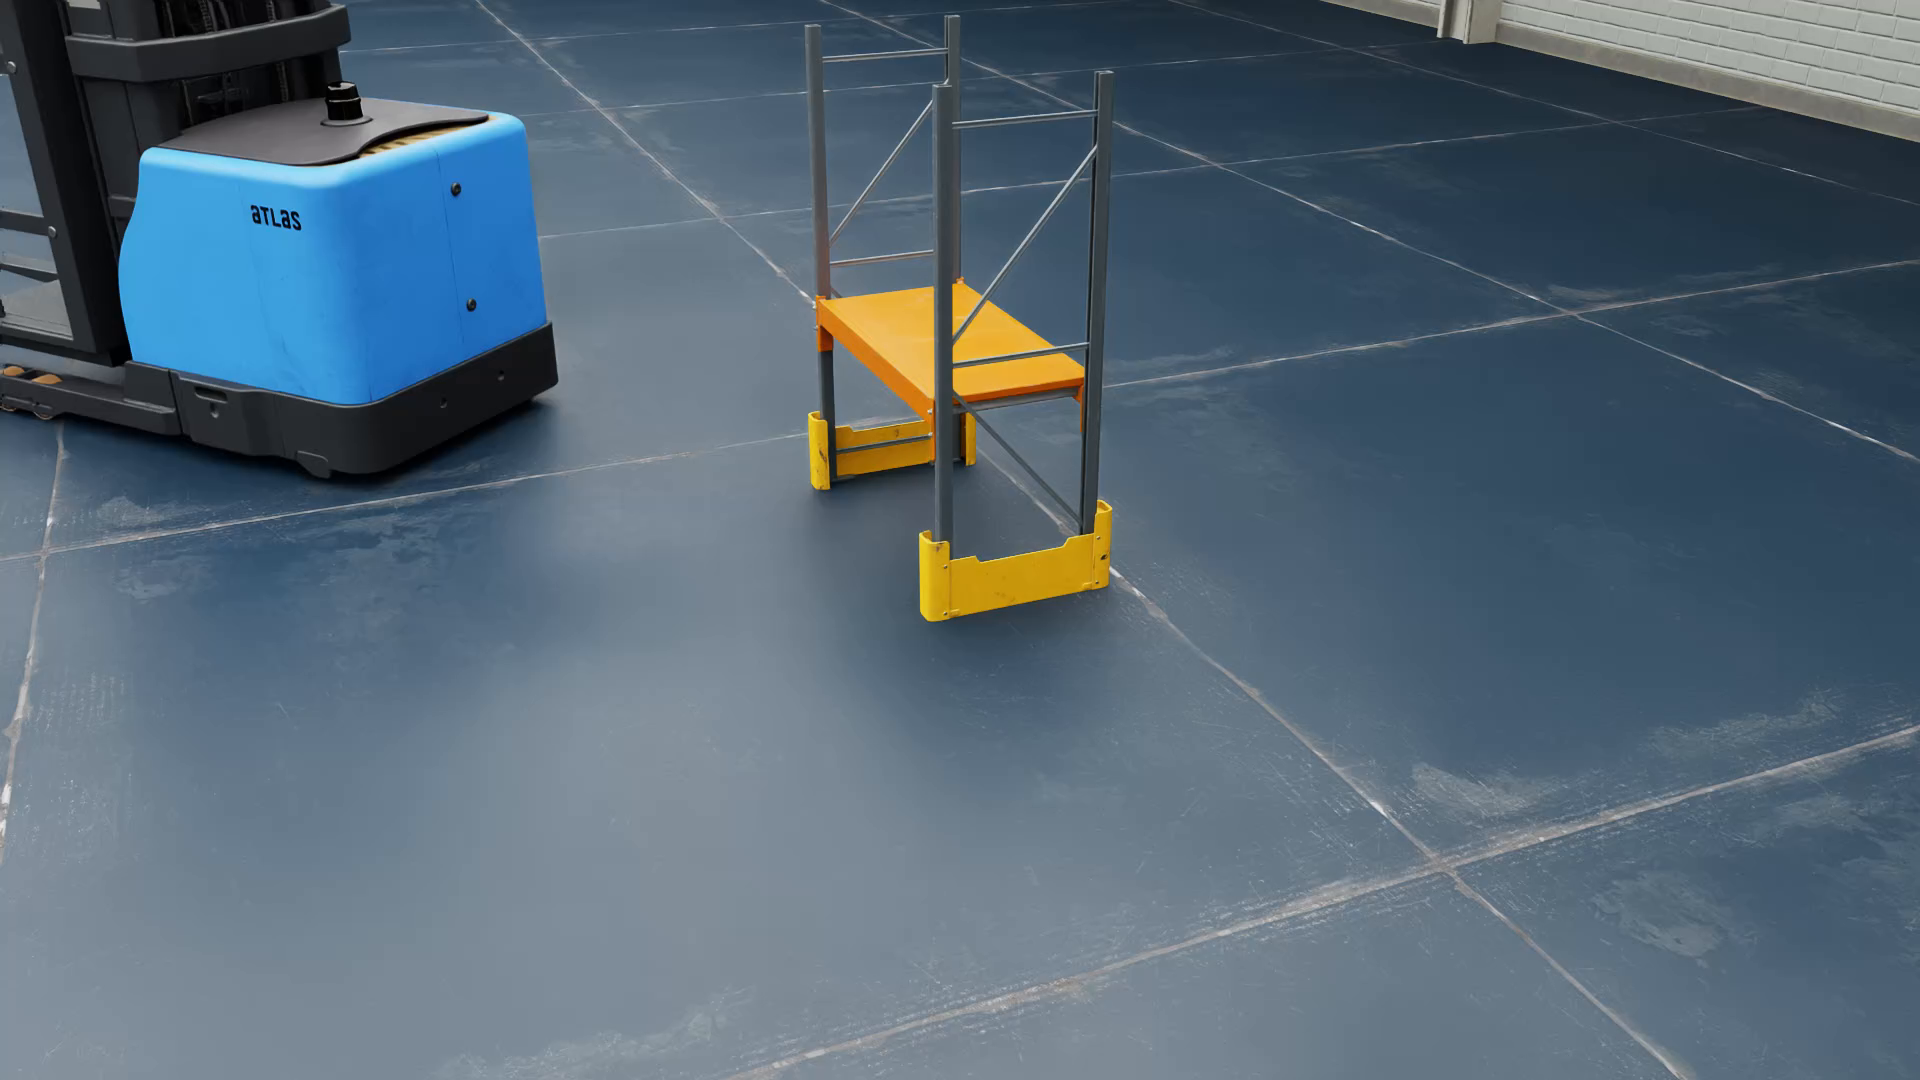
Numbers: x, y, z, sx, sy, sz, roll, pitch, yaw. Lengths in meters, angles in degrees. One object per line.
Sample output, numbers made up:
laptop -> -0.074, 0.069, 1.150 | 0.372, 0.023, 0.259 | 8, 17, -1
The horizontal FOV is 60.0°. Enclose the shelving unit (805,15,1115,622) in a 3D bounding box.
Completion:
shelving unit -> -0.030, -0.705, 4.984 | 0.587, 1.500, 1.083 | -11, 28, -21

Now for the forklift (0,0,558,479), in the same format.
forklift -> -3.080, -1.954, 5.912 | 3.031, 2.935, 1.130 | 12, 29, 23

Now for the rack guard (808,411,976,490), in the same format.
rack guard -> -0.225, -0.344, 5.670 | 0.587, 0.250, 0.087 | -11, 28, -21

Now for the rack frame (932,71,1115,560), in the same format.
rack frame -> 0.166, -0.503, 4.571 | 0.500, 1.500, 0.032 | -11, 28, -21

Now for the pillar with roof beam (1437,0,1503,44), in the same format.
pillar with roof beam -> 0.217, -7.435, 10.221 | 9.100, 9.000, 0.400 | -11, 28, -21

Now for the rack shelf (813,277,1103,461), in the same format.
rack shelf -> -0.033, -0.547, 5.070 | 0.538, 0.185, 1.000 | -11, 28, -21

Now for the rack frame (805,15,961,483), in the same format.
rack frame -> -0.232, -0.914, 5.412 | 0.500, 1.500, 0.032 | -11, 28, -21

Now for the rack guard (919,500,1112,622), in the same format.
rack guard -> 0.165, 0.058, 4.846 | 0.587, 0.250, 0.087 | -11, 28, -21
